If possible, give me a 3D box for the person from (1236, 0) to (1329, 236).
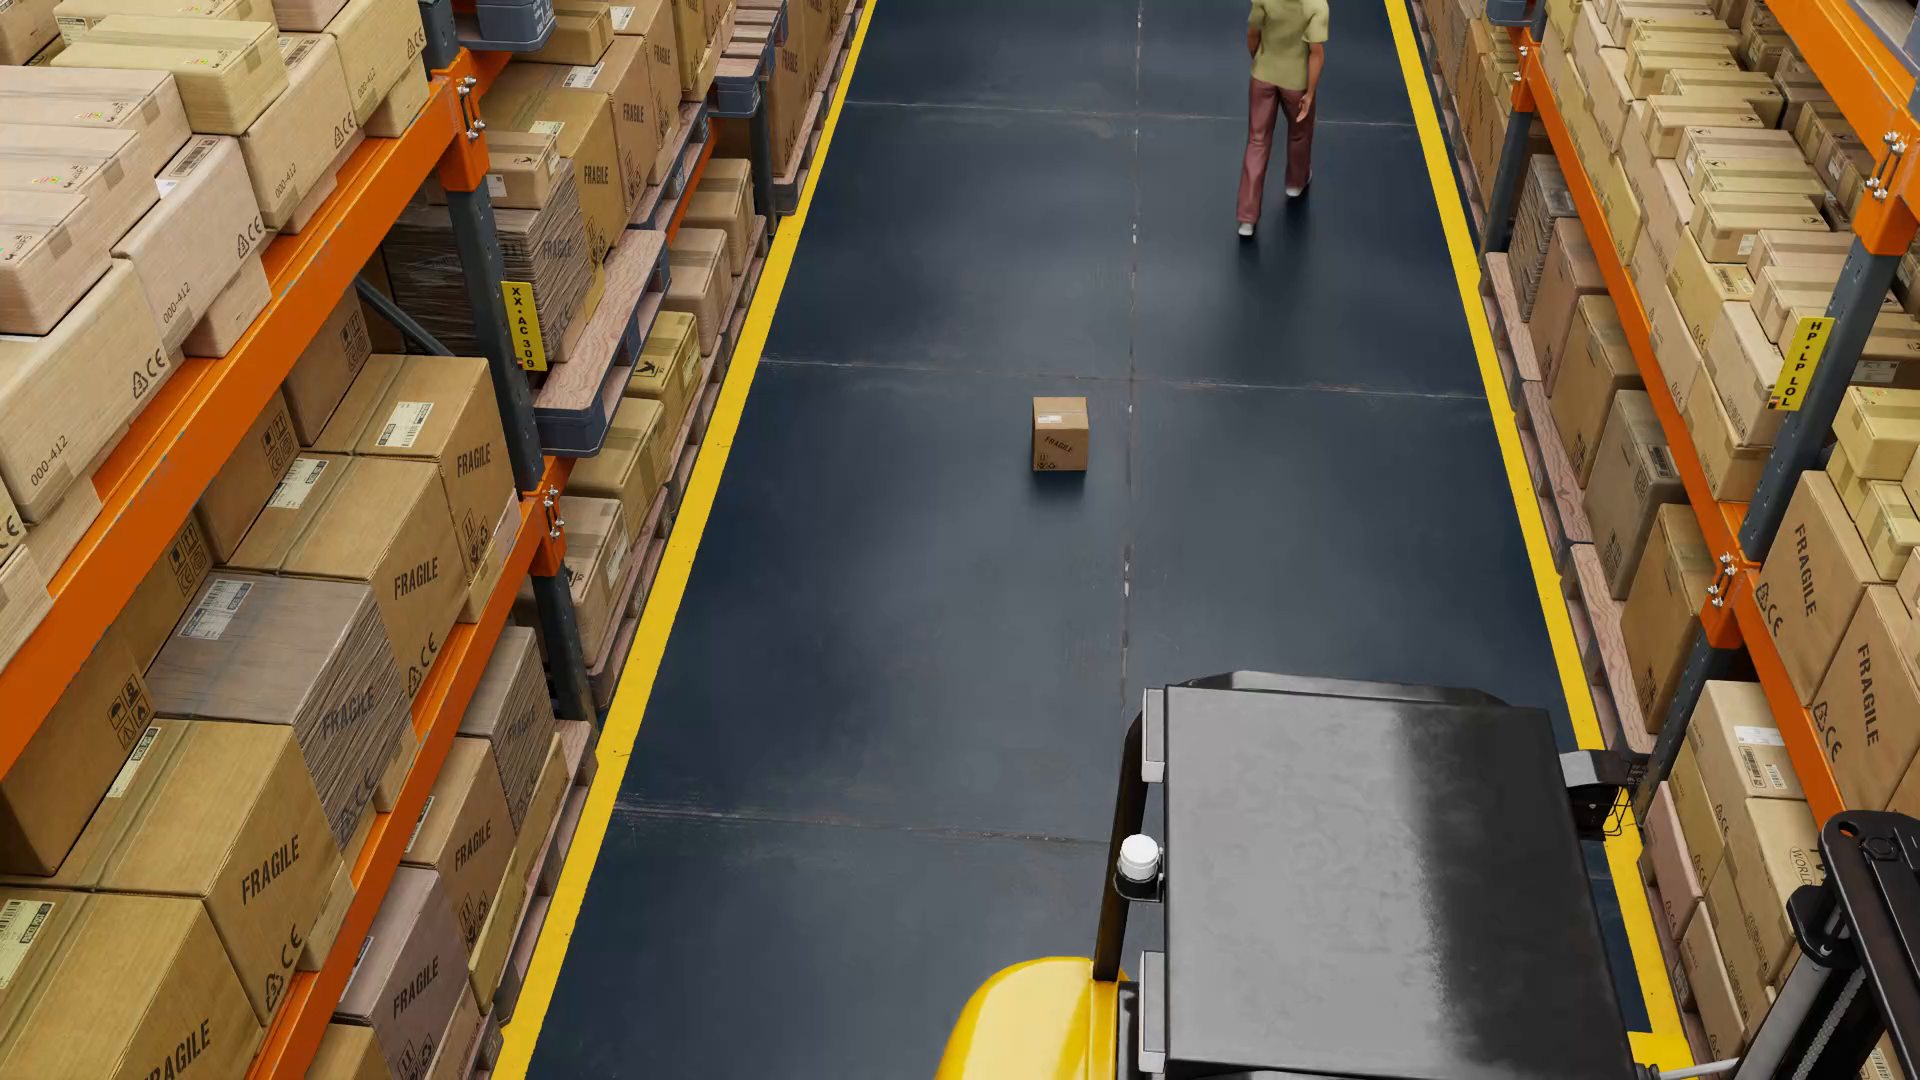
[{"bbox_3d":[1.797,-2.579,9.197,0.453,1.626,0.893,12,42,14],"label":"person"}]
